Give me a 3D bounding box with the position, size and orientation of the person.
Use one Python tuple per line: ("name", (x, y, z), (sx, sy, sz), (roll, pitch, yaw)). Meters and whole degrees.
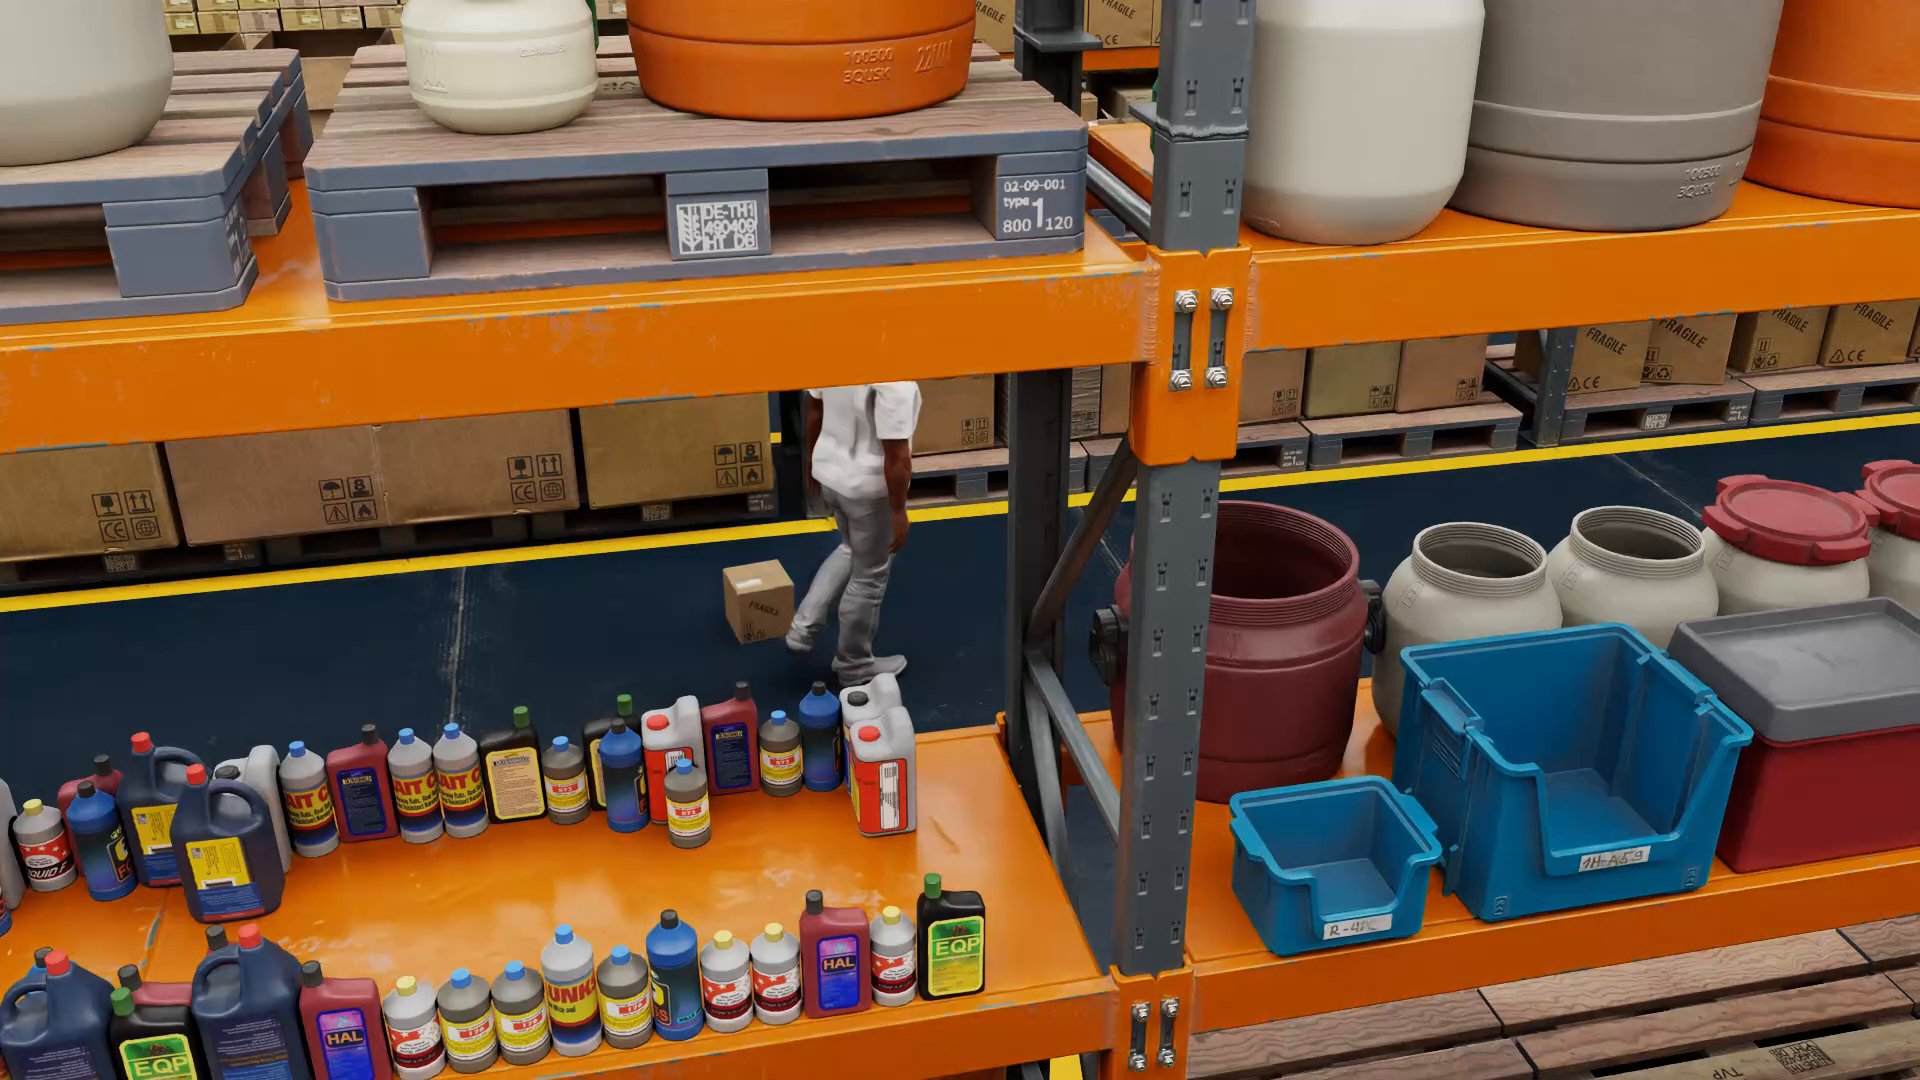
("person", (-0.414, -0.213, 6.507), (0.562, 1.760, 0.620), (-19, 32, -33))
